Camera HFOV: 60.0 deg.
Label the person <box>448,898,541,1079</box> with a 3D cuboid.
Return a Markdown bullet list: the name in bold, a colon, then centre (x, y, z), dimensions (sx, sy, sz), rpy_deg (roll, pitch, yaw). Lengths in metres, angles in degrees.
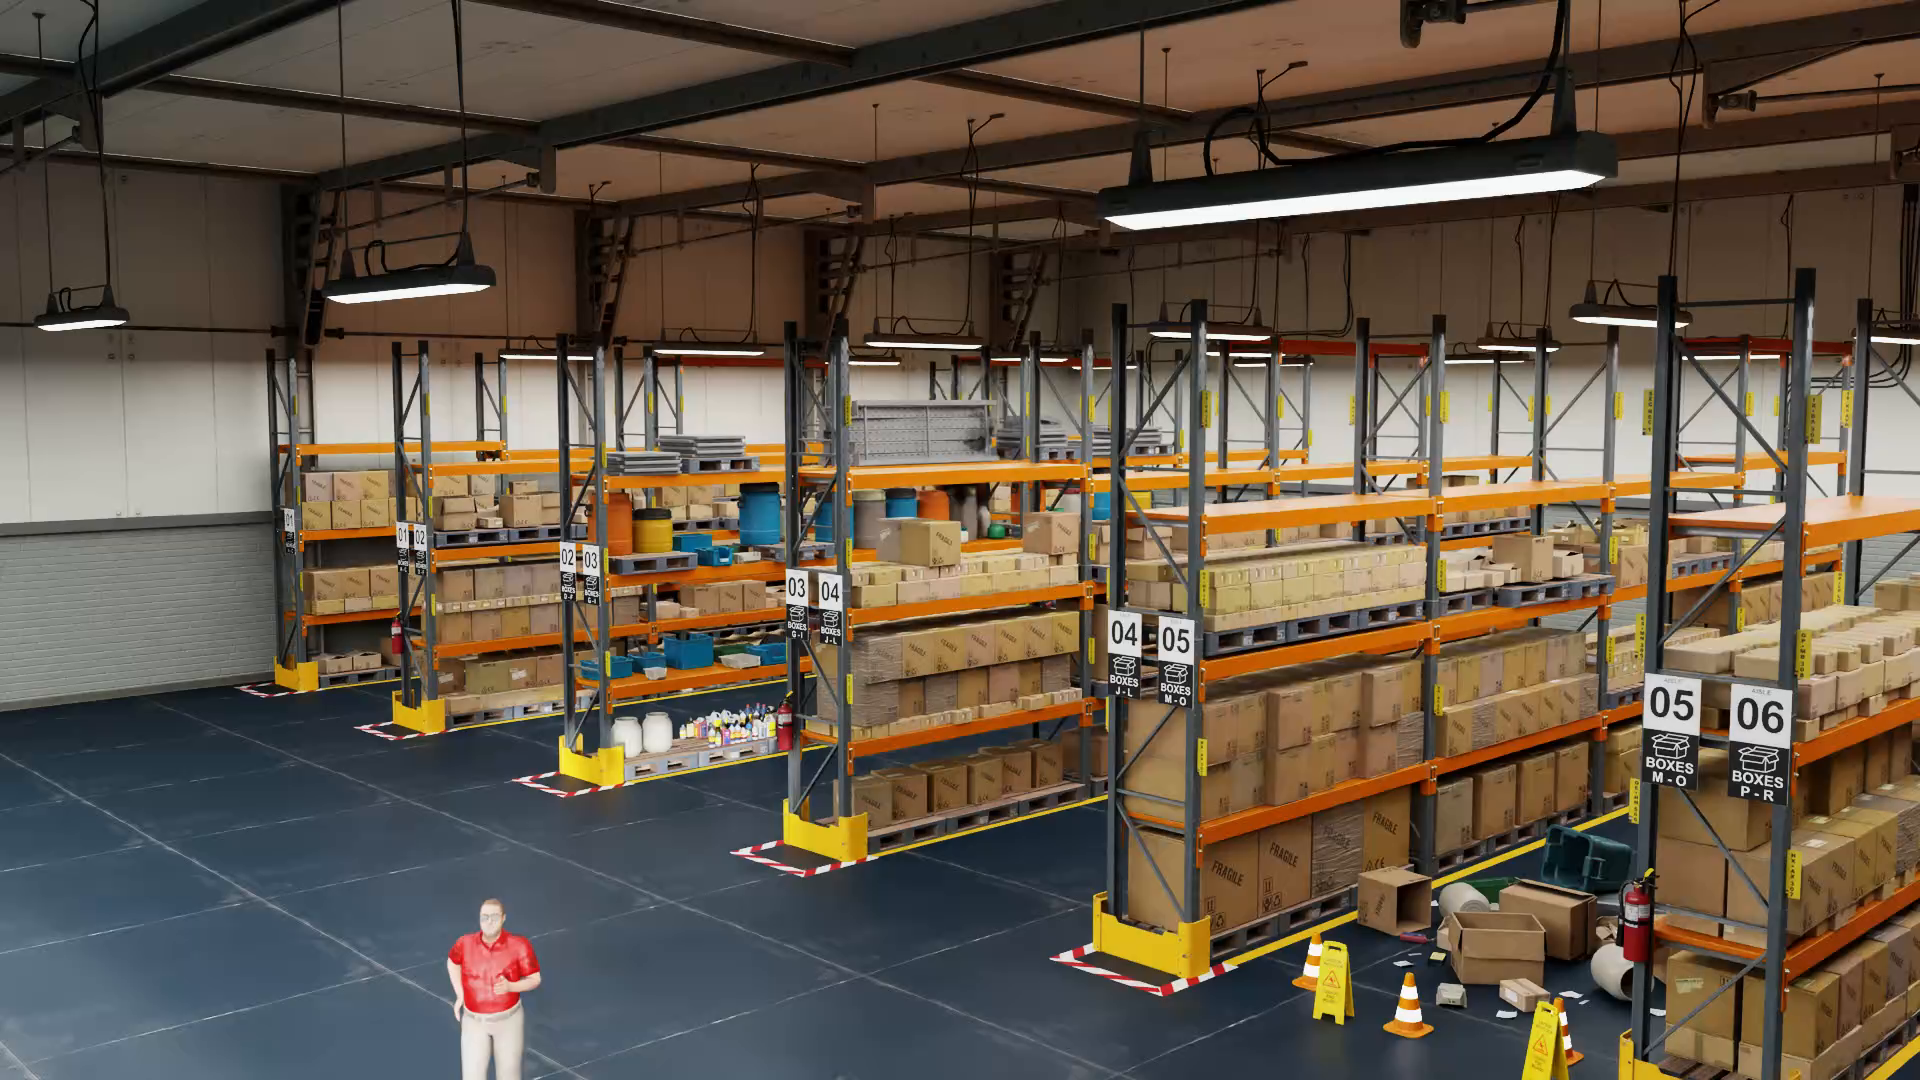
- **person**: centre (-3.173, 3.328, 11.321), dimensions (0.643, 1.792, 0.765), rpy_deg (-1, 5, -10)

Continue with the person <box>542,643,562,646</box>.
- **person**: centre (-7.130, 1.753, 29.335), dimensions (0.687, 1.733, 0.742), rpy_deg (4, 6, 38)

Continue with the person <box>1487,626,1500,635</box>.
- **person**: centre (8.256, 2.137, 25.795), dimensions (0.549, 1.628, 0.760), rpy_deg (4, 7, 42)
